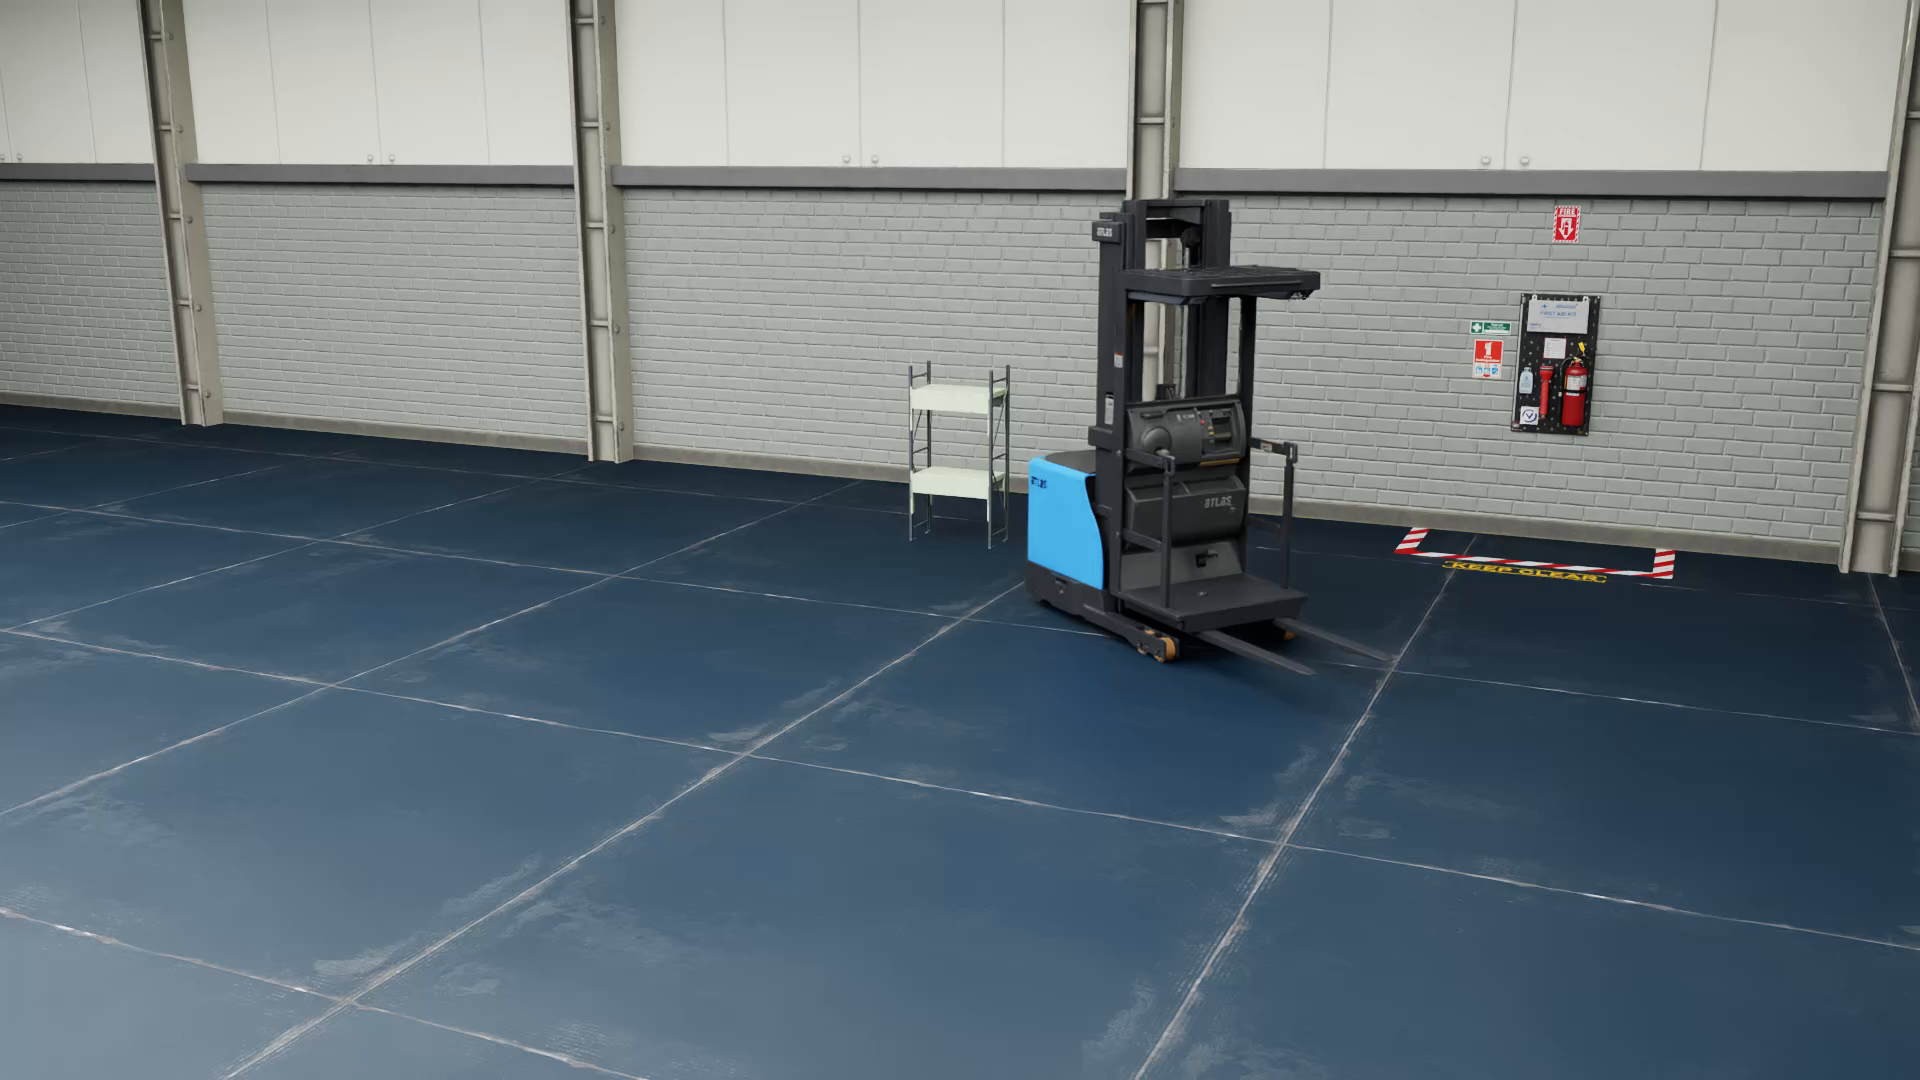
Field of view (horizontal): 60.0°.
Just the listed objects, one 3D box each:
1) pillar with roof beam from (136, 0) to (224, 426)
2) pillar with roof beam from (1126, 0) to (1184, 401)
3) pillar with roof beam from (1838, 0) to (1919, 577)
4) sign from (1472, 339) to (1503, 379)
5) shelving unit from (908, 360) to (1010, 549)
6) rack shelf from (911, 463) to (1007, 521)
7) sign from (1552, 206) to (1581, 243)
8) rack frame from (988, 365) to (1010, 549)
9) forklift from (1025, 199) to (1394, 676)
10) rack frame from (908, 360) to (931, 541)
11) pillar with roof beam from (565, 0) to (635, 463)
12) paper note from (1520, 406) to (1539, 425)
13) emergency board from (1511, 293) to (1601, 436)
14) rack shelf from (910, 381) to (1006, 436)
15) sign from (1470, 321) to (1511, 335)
[{"bbox_3d":[-10.988,-4.906,15.462,0.400,9.000,9.100,6,14,23],"label":"pillar with roof beam"},{"bbox_3d":[-0.016,-3.795,10.730,0.400,9.000,9.100,6,14,23],"label":"pillar with roof beam"},{"bbox_3d":[5.470,-3.240,8.364,0.400,9.000,9.100,6,14,23],"label":"pillar with roof beam"},{"bbox_3d":[4.506,-1.545,14.196,0.234,0.329,0.001,6,14,23],"label":"sign"},{"bbox_3d":[-0.006,-0.731,14.086,0.755,1.500,0.431,6,14,23],"label":"shelving unit"},{"bbox_3d":[-0.006,-0.413,14.161,0.720,0.370,0.431,6,14,23],"label":"rack shelf"},{"bbox_3d":[5.002,-2.605,13.717,0.199,0.298,0.001,6,14,23],"label":"sign"},{"bbox_3d":[0.329,-0.697,13.942,0.023,1.500,0.400,6,14,23],"label":"rack frame"},{"bbox_3d":[1.636,-0.747,11.022,1.130,2.935,3.031,-7,15,-28],"label":"forklift"},{"bbox_3d":[-0.341,-0.765,14.230,0.023,1.500,0.400,6,14,23],"label":"rack frame"},{"bbox_3d":[-5.502,-4.350,13.096,0.400,9.000,9.100,6,14,23],"label":"pillar with roof beam"},{"bbox_3d":[4.835,-1.057,14.122,0.142,0.148,0.016,6,14,23],"label":"paper note"},{"bbox_3d":[4.969,-1.455,13.890,0.643,1.169,0.194,6,14,23],"label":"emergency board"},{"bbox_3d":[-0.006,-1.111,13.997,0.720,0.370,0.431,6,14,23],"label":"rack shelf"},{"bbox_3d":[4.506,-1.801,14.126,0.331,0.109,0.001,6,14,23],"label":"sign"}]
